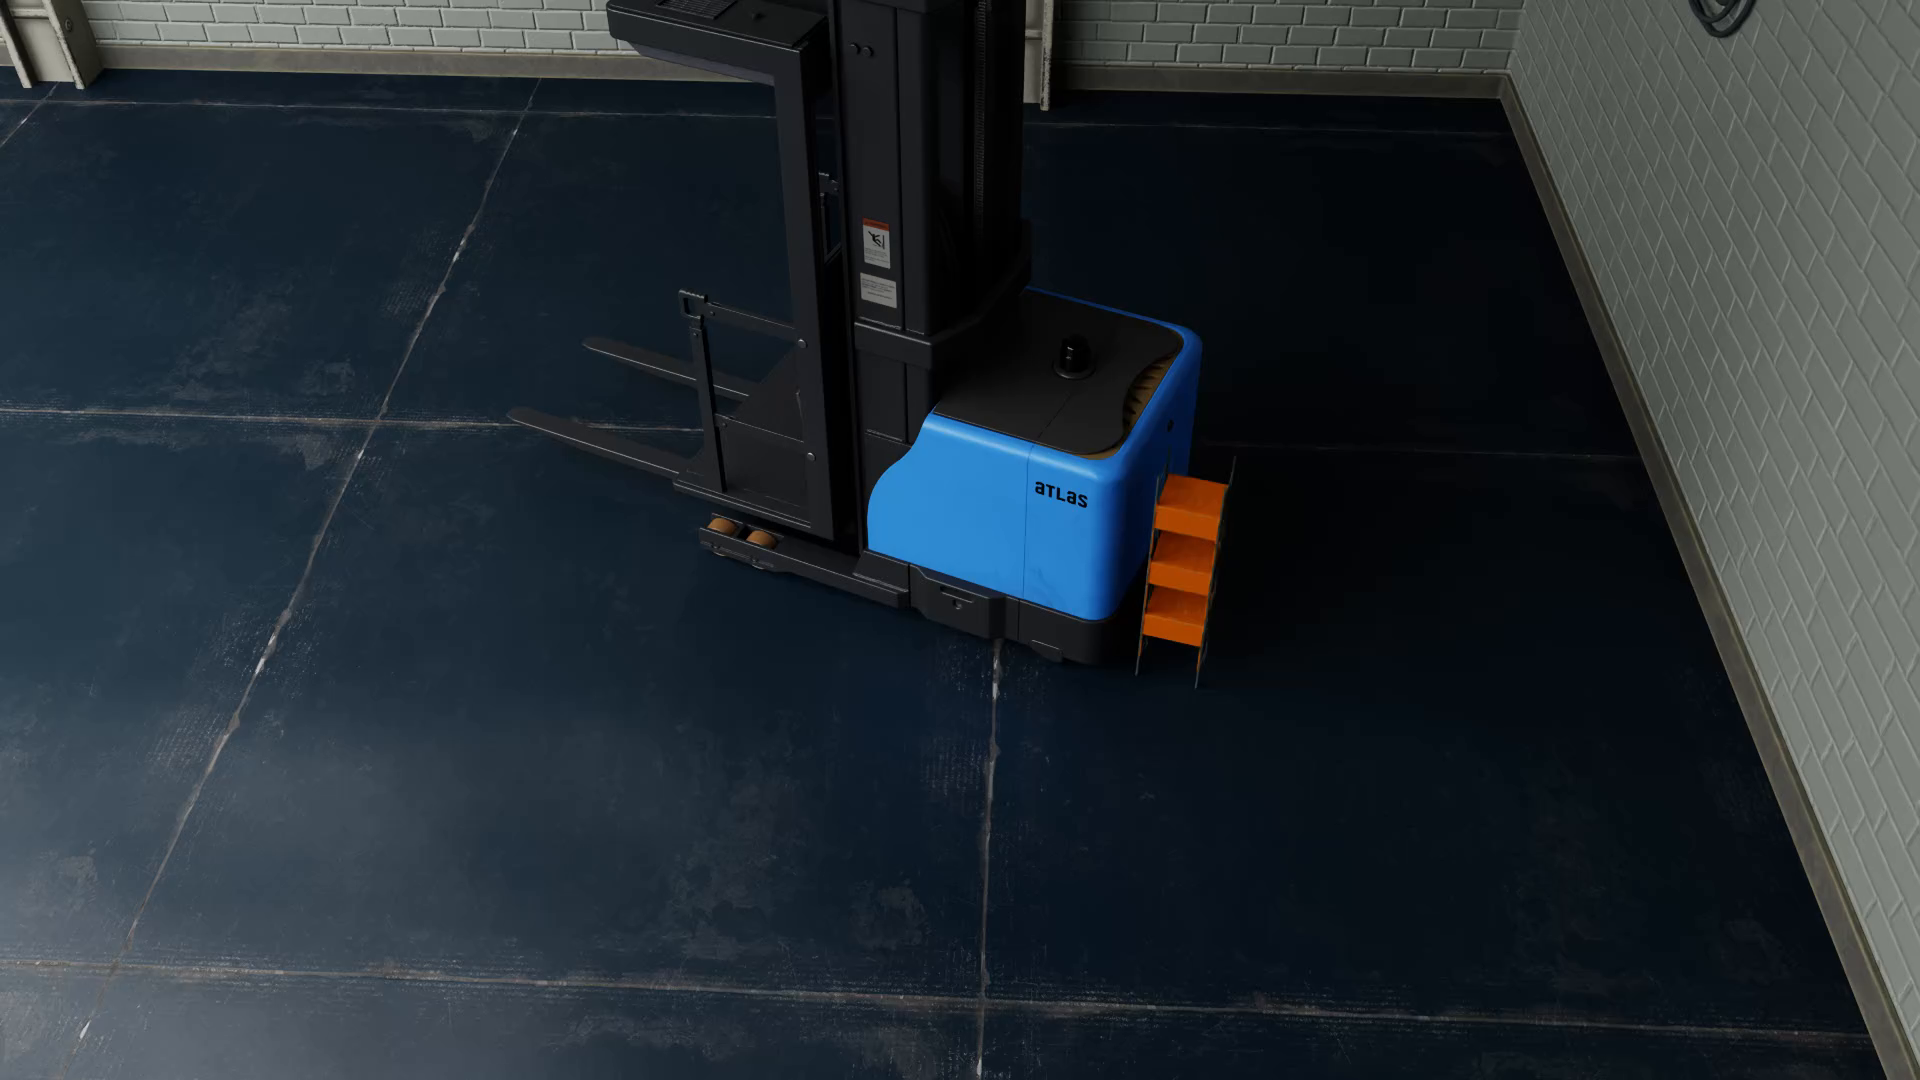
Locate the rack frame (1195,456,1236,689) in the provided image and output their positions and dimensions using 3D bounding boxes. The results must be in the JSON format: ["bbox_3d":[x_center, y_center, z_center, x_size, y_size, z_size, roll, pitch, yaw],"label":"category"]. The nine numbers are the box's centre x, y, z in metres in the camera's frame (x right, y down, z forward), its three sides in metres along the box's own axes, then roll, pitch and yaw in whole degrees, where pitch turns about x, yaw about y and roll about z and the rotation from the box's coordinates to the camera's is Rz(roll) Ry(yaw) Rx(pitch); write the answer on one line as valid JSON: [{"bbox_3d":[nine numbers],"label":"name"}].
[{"bbox_3d":[0.981,0.145,6.407,0.008,1.050,0.200,12,43,13],"label":"rack frame"}]

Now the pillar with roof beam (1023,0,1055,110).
[{"bbox_3d":[0.164,-3.096,4.057,0.400,9.000,9.100,2,43,2],"label":"pillar with roof beam"}]

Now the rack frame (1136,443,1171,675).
[{"bbox_3d":[0.749,0.094,6.461,0.008,1.050,0.200,12,43,13],"label":"rack frame"}]

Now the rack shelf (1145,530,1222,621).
[{"bbox_3d":[0.865,0.127,6.441,0.240,0.259,0.215,12,43,13],"label":"rack shelf"}]

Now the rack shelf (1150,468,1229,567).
[{"bbox_3d":[0.866,-0.083,6.251,0.240,0.259,0.215,12,43,13],"label":"rack shelf"}]

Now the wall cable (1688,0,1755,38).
[{"bbox_3d":[3.241,-3.900,7.198,0.112,2.526,3.097,2,43,2],"label":"wall cable"}]

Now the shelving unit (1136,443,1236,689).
[{"bbox_3d":[0.865,0.119,6.434,0.252,1.050,0.215,12,43,13],"label":"shelving unit"}]

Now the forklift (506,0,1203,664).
[{"bbox_3d":[-0.571,-1.254,6.531,3.031,2.935,1.130,18,46,18],"label":"forklift"}]

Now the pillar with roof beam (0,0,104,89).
[{"bbox_3d":[-5.830,-3.280,4.254,0.400,9.000,9.100,2,43,2],"label":"pillar with roof beam"}]

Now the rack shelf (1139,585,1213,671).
[{"bbox_3d":[0.863,0.334,6.628,0.240,0.259,0.215,12,43,13],"label":"rack shelf"}]
